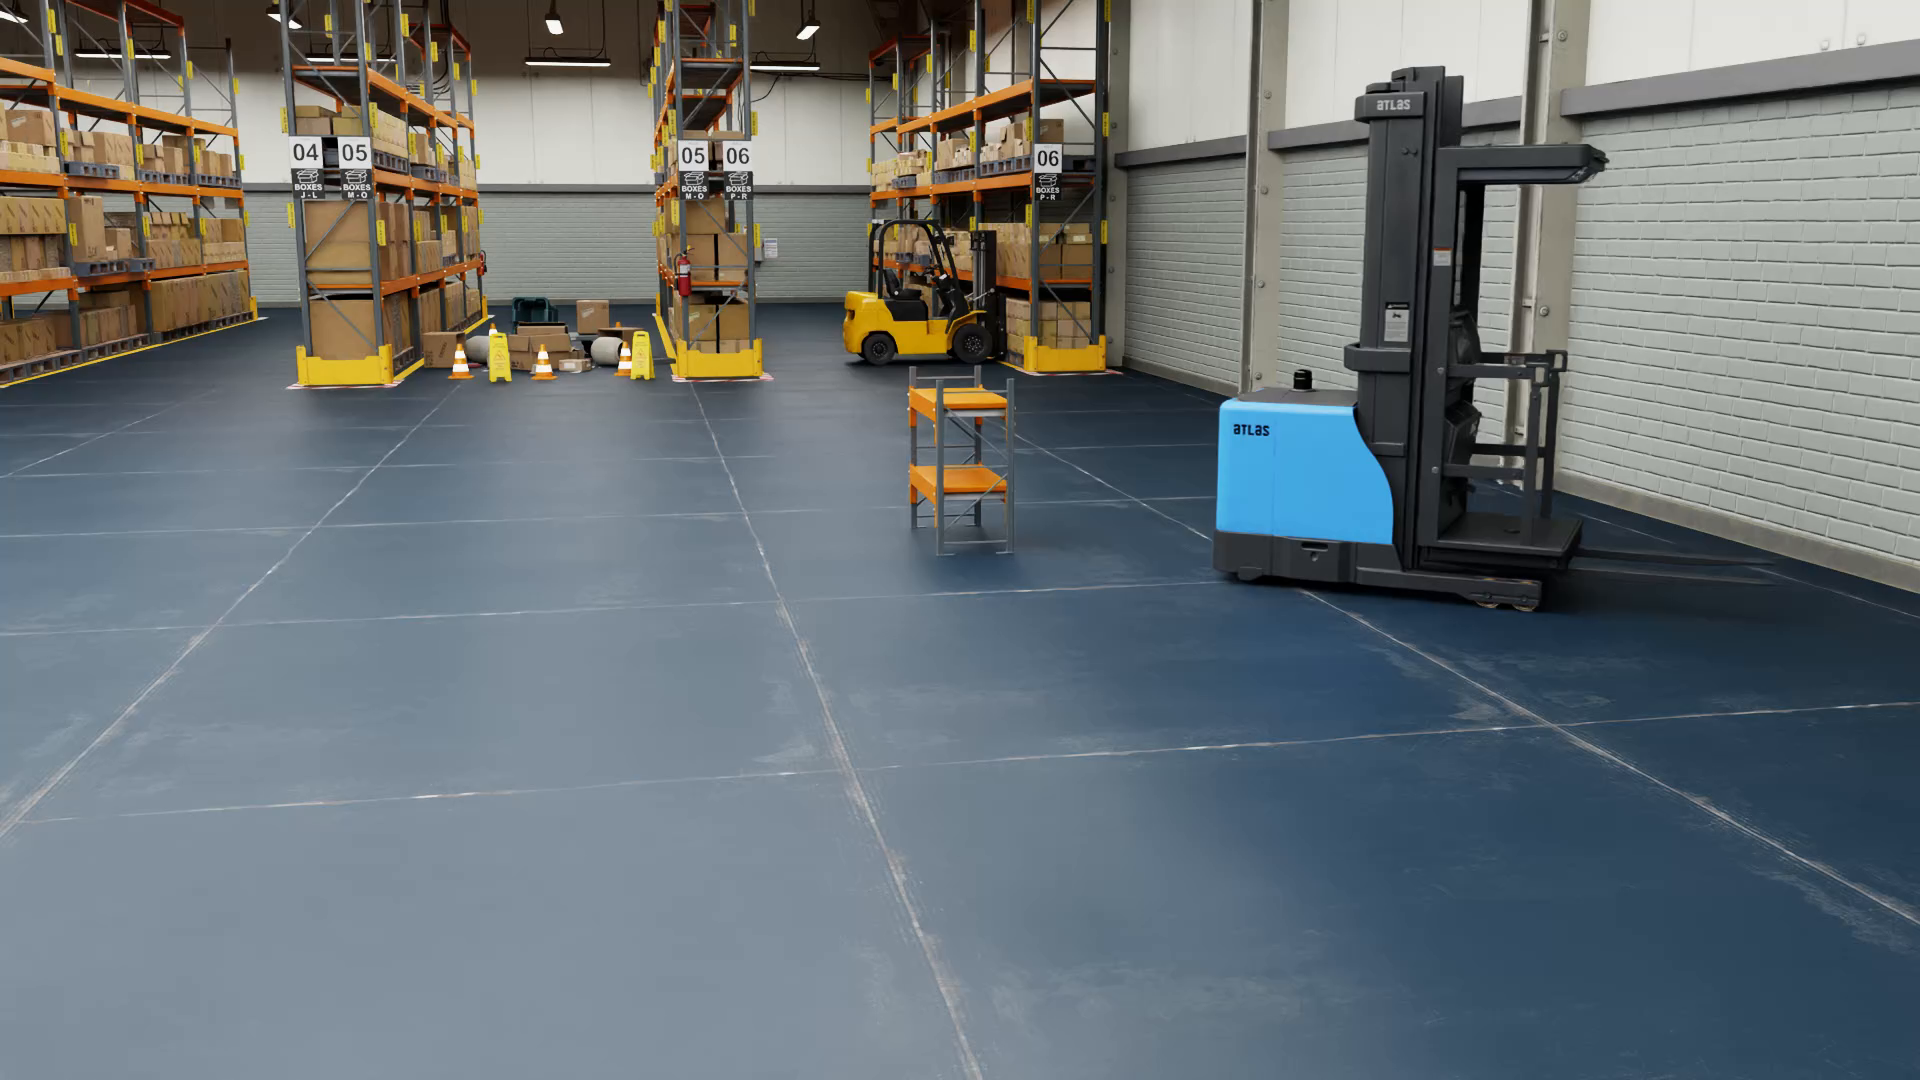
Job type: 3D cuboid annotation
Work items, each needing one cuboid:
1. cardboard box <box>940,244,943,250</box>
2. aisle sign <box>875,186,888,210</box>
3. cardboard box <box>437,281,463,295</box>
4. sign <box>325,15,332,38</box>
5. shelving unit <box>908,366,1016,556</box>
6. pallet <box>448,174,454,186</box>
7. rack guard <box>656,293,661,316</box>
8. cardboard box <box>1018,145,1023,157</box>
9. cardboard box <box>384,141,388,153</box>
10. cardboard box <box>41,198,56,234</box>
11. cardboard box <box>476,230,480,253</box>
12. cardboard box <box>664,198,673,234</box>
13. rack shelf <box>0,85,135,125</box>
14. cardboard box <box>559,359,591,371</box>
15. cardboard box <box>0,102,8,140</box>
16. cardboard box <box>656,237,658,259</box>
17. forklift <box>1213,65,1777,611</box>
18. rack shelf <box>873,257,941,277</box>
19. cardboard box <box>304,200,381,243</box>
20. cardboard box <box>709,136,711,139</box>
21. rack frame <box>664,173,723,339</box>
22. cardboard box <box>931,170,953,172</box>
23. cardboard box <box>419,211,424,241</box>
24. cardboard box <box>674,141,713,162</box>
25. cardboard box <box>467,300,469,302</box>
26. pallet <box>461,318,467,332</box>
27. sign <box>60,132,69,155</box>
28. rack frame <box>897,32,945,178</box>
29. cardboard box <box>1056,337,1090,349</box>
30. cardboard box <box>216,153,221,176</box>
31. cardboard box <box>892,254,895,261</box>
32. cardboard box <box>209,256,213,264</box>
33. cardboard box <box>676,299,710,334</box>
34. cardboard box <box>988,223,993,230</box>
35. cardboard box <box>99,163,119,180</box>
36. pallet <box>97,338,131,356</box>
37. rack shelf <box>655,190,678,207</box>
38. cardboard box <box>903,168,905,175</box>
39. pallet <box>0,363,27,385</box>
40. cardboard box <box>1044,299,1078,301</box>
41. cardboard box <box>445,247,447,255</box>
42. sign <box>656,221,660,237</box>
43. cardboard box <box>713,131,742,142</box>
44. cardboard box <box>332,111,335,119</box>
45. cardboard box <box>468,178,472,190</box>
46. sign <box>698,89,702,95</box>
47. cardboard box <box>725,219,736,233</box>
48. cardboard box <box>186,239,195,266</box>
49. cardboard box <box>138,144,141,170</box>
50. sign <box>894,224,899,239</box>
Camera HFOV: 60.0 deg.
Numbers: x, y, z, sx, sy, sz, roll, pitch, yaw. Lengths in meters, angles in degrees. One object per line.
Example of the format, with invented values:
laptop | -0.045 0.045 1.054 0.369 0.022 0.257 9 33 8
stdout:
cardboard box | -0.092 -5.405 30.637 0.500 0.250 0.500 -2 11 -9
aisle sign | -1.892 -8.162 39.102 0.394 0.787 0.004 -2 11 -11
cardboard box | -10.124 -4.989 32.941 0.500 0.250 0.500 -2 11 -13
sign | -9.491 -7.725 25.006 0.100 0.325 0.005 -2 11 -11
shelving unit | -0.001 -0.554 11.098 0.538 1.125 1.048 -2 11 -11
pallet | -10.297 -6.843 31.609 1.213 0.211 1.003 -2 11 -11
rack guard | -6.464 -5.478 38.640 1.175 0.500 0.348 -2 11 -11
cardboard box | 1.062 -5.695 24.353 0.380 0.149 0.250 -2 11 -13
cardboard box | -8.132 -5.434 22.982 0.380 0.149 0.250 -2 11 -11
cardboard box | -13.390 -4.663 23.934 0.500 0.500 0.500 -2 11 -11
cardboard box | -10.955 -6.625 36.919 0.500 0.500 0.500 -2 11 -10
cardboard box | -3.952 -4.722 24.247 0.700 0.500 0.500 -2 11 -12
rack shelf | -14.235 -6.904 26.398 1.077 0.370 4.000 -2 11 -11
cardboard box | -5.583 -2.533 24.109 0.380 0.149 0.250 4 11 18
cardboard box | -13.092 -5.603 22.190 0.500 0.500 0.500 -2 11 -11
cardboard box | -6.647 -6.652 37.857 0.500 0.500 0.500 -2 11 -11
forklift | 3.069 -1.160 9.453 3.031 2.935 1.130 5 12 24
rack shelf | -1.202 -6.163 37.476 1.077 0.370 4.000 -2 11 -11
cardboard box | -8.217 -4.242 22.173 0.875 0.550 0.550 -2 11 -11
cardboard box | -3.952 -6.565 27.586 0.500 0.250 0.500 -2 11 -12
rack frame | -4.903 -5.234 30.675 1.000 3.000 0.127 -2 11 -11
cardboard box | -0.340 -7.067 31.619 0.380 0.149 0.250 -2 11 -10
cardboard box | -9.460 -5.307 28.113 0.700 0.500 0.500 -2 11 -12
cardboard box | -3.711 -5.397 23.113 0.500 0.250 0.500 -2 11 -12
cardboard box | -10.574 -4.987 35.081 0.380 0.149 0.250 -2 11 -8
pallet | -10.364 -4.257 32.997 1.003 0.211 1.213 -2 11 -11
sign | -13.315 -5.889 24.709 0.100 0.325 0.005 -2 11 -11
rack frame | -0.813 -9.096 34.920 1.000 3.000 0.127 -2 11 -11
cardboard box | 1.617 -2.901 24.646 0.500 0.250 0.500 -2 11 -11
cardboard box | -16.035 -7.918 35.096 0.700 0.500 0.500 -3 11 -13
cardboard box | -1.269 -6.169 36.256 0.380 0.149 0.250 -2 11 -10
cardboard box | -15.184 -5.599 33.261 0.380 0.149 0.250 -2 11 -13
cardboard box | -4.060 -3.414 25.334 0.500 0.500 0.500 -2 11 -8
cardboard box | 0.661 -4.984 26.564 0.380 0.149 0.250 -2 11 -10
cardboard box | -14.086 -6.013 27.144 0.500 0.250 0.500 -2 11 -9
pallet | -14.239 -3.137 27.116 1.003 0.211 1.213 -2 11 -11
rack shelf | -6.070 -7.455 36.243 1.077 0.370 4.000 -2 11 -11
cardboard box | -0.944 -7.498 33.828 0.380 0.149 0.250 -2 11 -12
pallet | -13.206 -2.201 22.196 1.003 0.211 1.213 -2 11 -11
cardboard box | 1.513 -3.482 25.022 0.500 0.250 0.500 -2 11 -11
cardboard box | -9.888 -5.451 31.363 0.380 0.149 0.250 -2 11 -10
sign | -6.225 -6.412 34.333 0.100 0.325 0.005 -2 11 -11
cardboard box | -3.216 -5.581 23.016 0.380 0.149 0.250 -2 11 -11
cardboard box | -8.777 -5.801 22.780 0.380 0.149 0.250 -2 11 -11
cardboard box | -10.634 -7.547 35.207 0.500 0.250 0.500 -2 11 -8
sign | -5.924 -10.164 37.818 0.100 0.325 0.005 -2 11 -11
cardboard box | -3.935 -4.999 27.250 0.500 0.500 0.500 -2 11 -10
cardboard box | -14.953 -5.490 31.750 0.500 0.500 0.500 -2 11 -9
cardboard box | -15.067 -6.867 29.841 0.500 0.500 0.500 -2 11 -8
sign | -1.344 -6.553 35.289 0.100 0.325 0.005 -2 11 -11
